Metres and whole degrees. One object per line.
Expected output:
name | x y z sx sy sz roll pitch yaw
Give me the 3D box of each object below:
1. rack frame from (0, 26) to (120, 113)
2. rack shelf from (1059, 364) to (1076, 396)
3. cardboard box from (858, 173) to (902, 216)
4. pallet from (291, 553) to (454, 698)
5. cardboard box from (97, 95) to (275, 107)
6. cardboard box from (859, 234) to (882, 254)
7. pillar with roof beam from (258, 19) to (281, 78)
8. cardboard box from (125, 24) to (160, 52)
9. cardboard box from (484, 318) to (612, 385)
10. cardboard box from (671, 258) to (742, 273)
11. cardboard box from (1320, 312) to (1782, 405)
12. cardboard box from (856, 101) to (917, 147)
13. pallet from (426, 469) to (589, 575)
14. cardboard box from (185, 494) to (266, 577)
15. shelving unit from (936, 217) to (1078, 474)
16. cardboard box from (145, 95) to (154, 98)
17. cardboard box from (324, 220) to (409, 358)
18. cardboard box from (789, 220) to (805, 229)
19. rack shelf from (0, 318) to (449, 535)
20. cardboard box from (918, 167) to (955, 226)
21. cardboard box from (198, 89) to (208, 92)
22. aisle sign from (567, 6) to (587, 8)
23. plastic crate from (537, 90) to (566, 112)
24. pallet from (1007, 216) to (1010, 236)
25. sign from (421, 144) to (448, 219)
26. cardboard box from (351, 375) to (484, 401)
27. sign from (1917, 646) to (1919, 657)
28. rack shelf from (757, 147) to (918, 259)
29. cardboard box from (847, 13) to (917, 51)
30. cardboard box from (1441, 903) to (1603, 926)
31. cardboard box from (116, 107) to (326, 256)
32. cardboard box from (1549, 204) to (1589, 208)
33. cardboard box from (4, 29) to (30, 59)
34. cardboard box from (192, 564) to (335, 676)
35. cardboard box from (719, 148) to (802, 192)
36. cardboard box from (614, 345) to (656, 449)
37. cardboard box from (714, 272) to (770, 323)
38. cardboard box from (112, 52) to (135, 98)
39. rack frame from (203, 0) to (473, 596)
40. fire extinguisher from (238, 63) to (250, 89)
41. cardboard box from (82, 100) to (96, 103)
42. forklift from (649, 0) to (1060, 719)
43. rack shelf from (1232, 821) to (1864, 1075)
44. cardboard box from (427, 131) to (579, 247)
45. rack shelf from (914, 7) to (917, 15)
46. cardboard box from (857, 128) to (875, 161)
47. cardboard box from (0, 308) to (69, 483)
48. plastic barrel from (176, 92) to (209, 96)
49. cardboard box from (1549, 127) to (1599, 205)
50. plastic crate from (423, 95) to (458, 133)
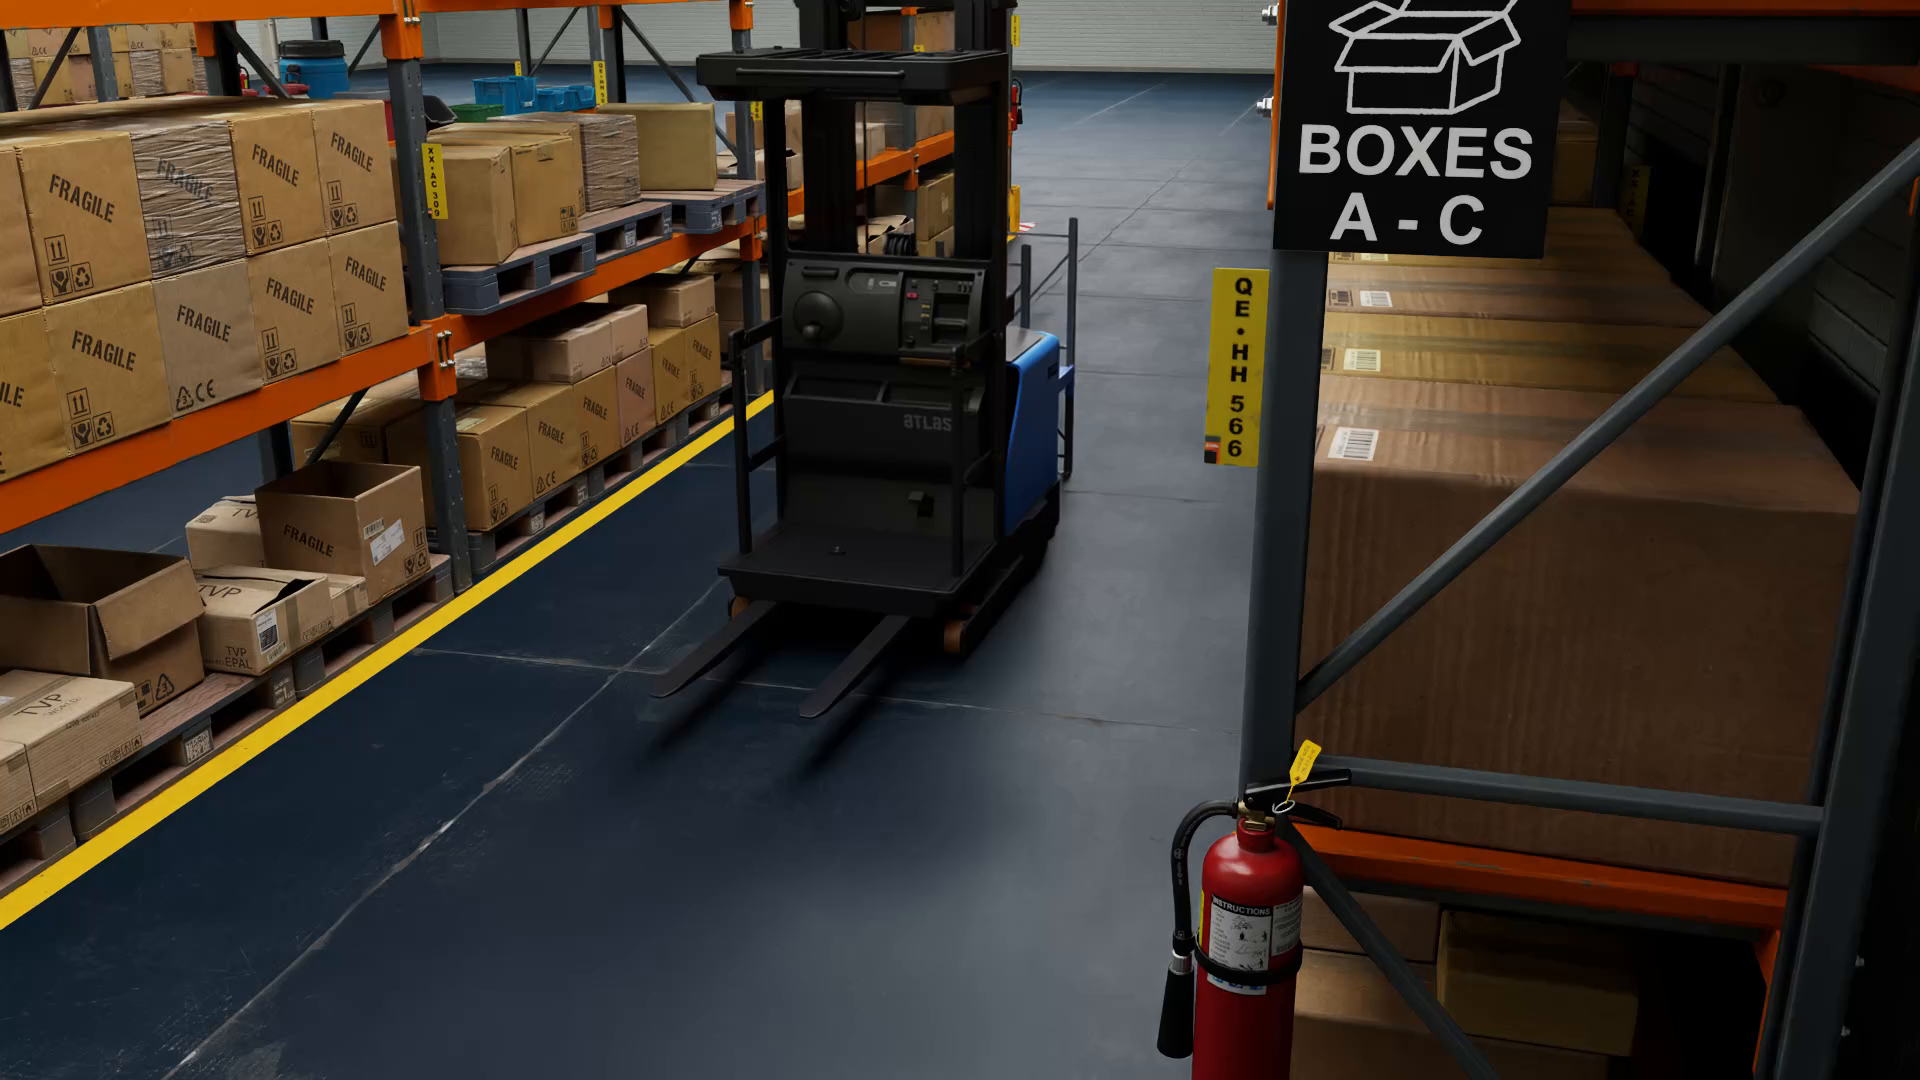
rack frame | -6.675 -2.860 12.420 1.000 3.000 0.127 5 19 13
rack shelf | 0.269 -0.799 9.264 0.538 0.185 1.000 6 20 16
cardboard box | -0.861 -3.292 16.130 0.500 0.500 0.500 5 19 13
pallet | -3.019 0.321 7.422 1.003 0.211 1.213 5 19 13
cardboard box | -3.238 -1.609 7.056 0.500 0.500 0.500 5 20 15
cardboard box | -0.962 -2.415 13.854 0.500 0.311 0.500 5 19 13
pillar with roof beam | -14.953 -16.806 43.970 9.100 9.000 0.400 5 19 13
cardboard box | -9.659 -5.914 19.201 0.500 0.500 0.500 5 19 13
cardboard box | -2.251 -1.040 9.118 0.500 0.250 0.500 5 19 13
cardboard box | -1.863 -1.978 12.574 0.500 0.311 0.500 4 19 13
cardboard box | 1.259 -0.102 3.881 0.980 0.700 0.700 5 19 13
cardboard box | -0.793 -3.908 15.335 0.700 0.500 0.500 4 19 12
pallet | -2.688 -0.152 8.807 1.003 0.211 1.213 5 19 13
cardboard box | -3.162 -0.035 7.629 0.500 0.311 0.500 5 19 13
shelving unit | 0.269 -0.970 9.206 0.538 1.500 1.048 6 20 16
cardboard box | -9.682 -5.141 19.487 0.380 0.149 0.250 5 19 13
cardboard box | -2.723 -1.084 7.067 0.500 0.500 0.500 5 19 14
cardboard box | -1.365 -2.618 14.448 0.500 0.311 0.500 4 19 13
rack shelf | -3.339 -0.247 5.882 1.077 0.370 4.000 5 19 13
cardboard box | -0.234 -3.408 16.468 0.500 0.500 0.500 5 19 13
cardboard box | -9.455 -5.456 20.409 0.380 0.149 0.250 5 19 13
aisle sign | -4.415 -6.597 19.339 0.394 0.787 0.004 5 19 13
plastic crate | -4.717 -4.914 18.662 0.499 0.251 0.408 5 19 13
pallet | -0.064 -3.413 18.352 1.003 0.211 1.213 5 19 13
sign | -2.322 -1.583 7.343 0.100 0.325 0.005 5 19 13
cardboard box | -2.879 -0.571 8.905 0.500 0.500 0.500 5 19 14
sign | 1.514 0.028 2.502 0.100 0.325 0.005 5 19 13
rack shelf | -1.384 -2.754 13.223 1.077 0.370 4.000 5 19 13
cardboard box | -0.793 -4.522 15.125 0.700 0.500 0.500 5 19 14
cardboard box | 1.337 0.776 3.989 0.380 0.149 0.250 5 19 14
cardboard box | -2.845 -1.395 6.429 0.500 0.500 0.500 4 19 12
cardboard box | 2.311 -1.146 6.756 0.500 0.500 0.500 4 19 12
cardboard box | -10.144 -5.287 17.364 0.500 0.500 0.500 5 19 13
cardboard box | -2.897 0.286 6.688 0.500 0.311 0.500 5 19 13
cardboard box | -1.466 -2.691 12.062 0.500 0.311 0.500 4 19 13
cardboard box | -2.123 -0.854 9.734 0.500 0.500 0.500 4 19 11
cardboard box | -1.460 -1.772 11.970 0.500 0.311 0.500 5 20 15
cardboard box | -9.988 -5.301 18.953 0.875 0.500 0.500 5 19 13
rack frame | -2.850 -1.214 7.601 1.000 3.000 0.127 5 19 13
fire extinguisher | -9.049 -5.722 20.918 0.296 0.674 0.183 5 19 13
cardboard box | -9.875 -4.823 18.557 0.380 0.149 0.250 5 19 13
forklift | -0.404 -1.024 7.151 1.130 2.935 3.031 6 20 16
rack shelf | 1.466 0.143 4.740 1.077 0.370 4.000 5 19 13
cardboard box | -2.411 -1.811 8.546 0.700 0.500 0.500 8 20 22
rack shelf | -0.407 -5.427 16.409 1.077 0.370 4.000 5 19 13
cardboard box | -0.932 -3.368 14.115 0.396 0.266 0.258 4 19 12
cardboard box | -3.217 -0.445 5.195 0.500 0.500 0.500 5 19 13
plastic barrel | -6.429 -3.530 14.171 0.433 0.535 0.433 0 19 0
cardboard box | 2.319 -1.500 6.632 0.500 0.250 0.500 5 20 15
plastic crate | -5.447 -4.238 16.552 0.767 0.338 0.504 5 19 13
